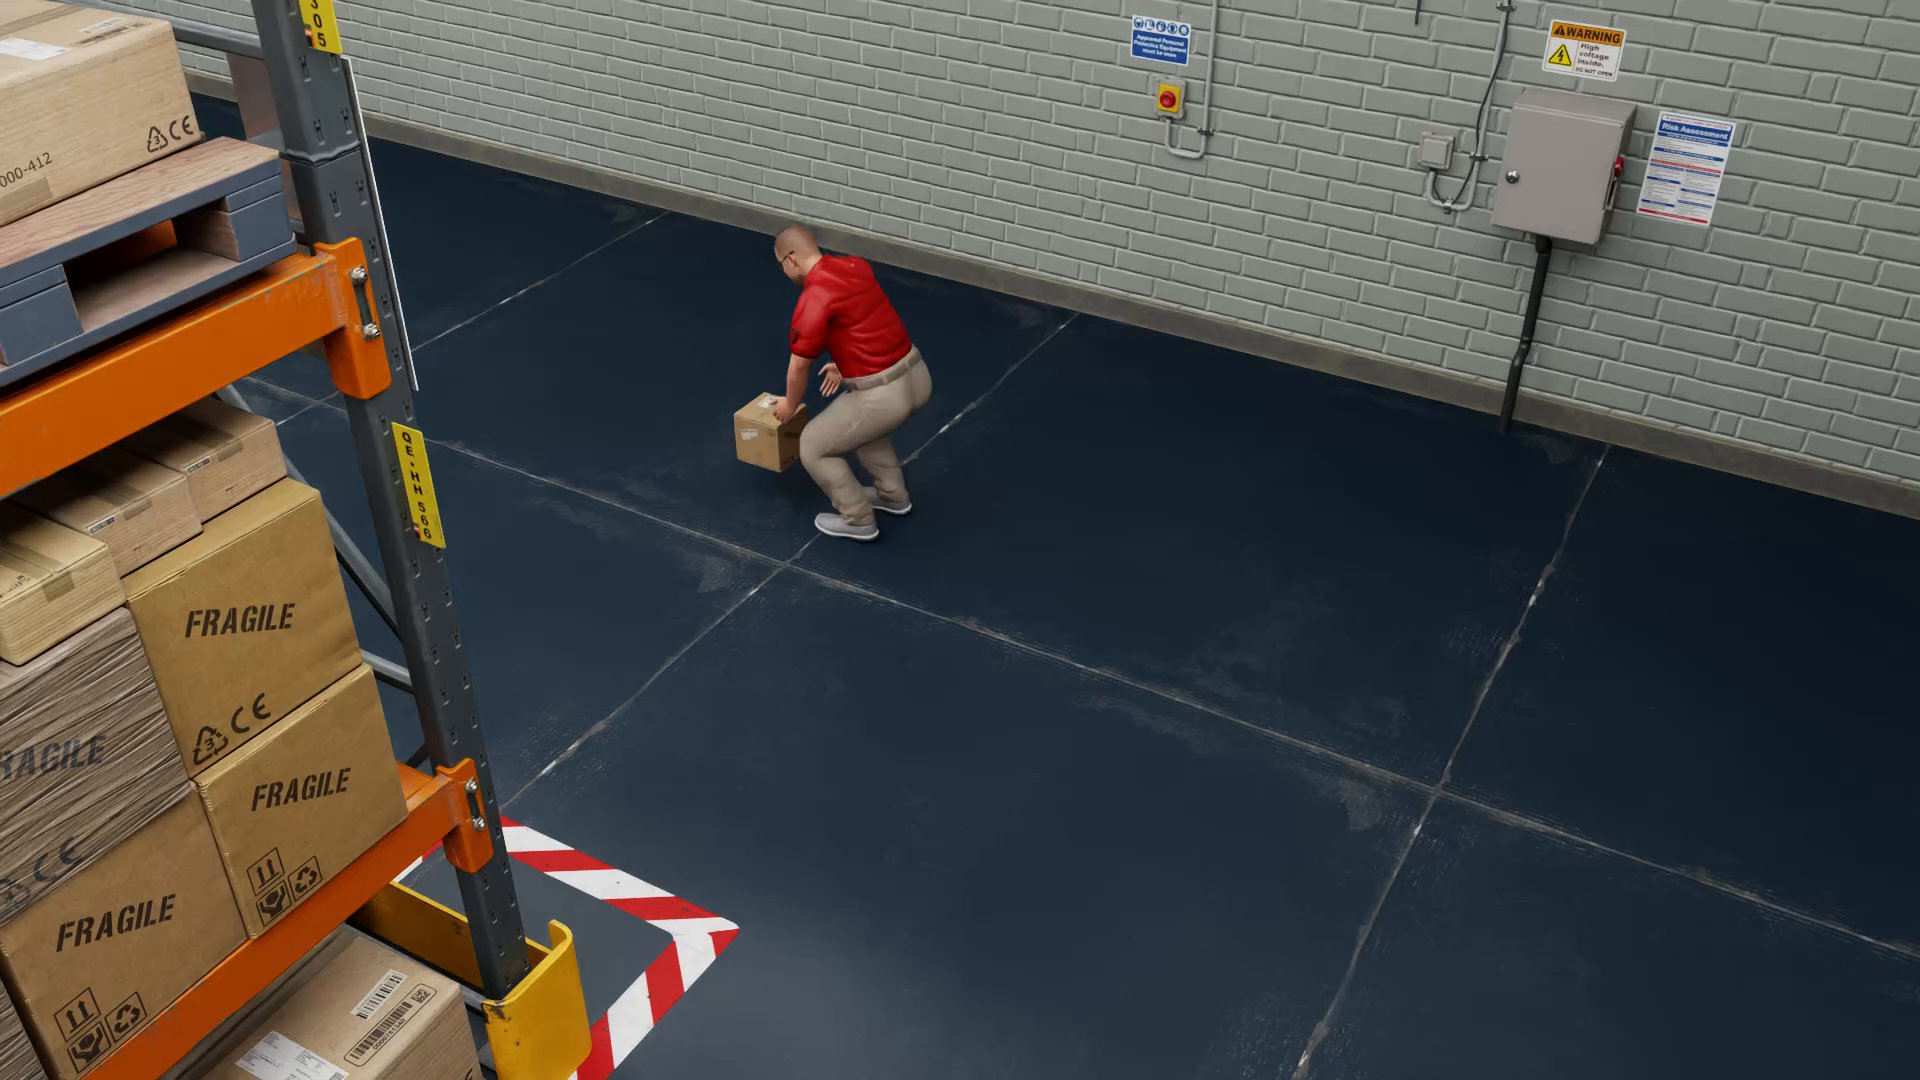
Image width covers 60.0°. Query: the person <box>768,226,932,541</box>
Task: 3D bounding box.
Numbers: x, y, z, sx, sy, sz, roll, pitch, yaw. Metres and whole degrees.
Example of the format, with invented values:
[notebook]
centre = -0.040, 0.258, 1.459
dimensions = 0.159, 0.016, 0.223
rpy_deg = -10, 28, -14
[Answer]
[person]
centre = -0.494, -0.681, 7.438
dimensions = 0.686, 1.439, 0.590
rpy_deg = 18, 38, 25
